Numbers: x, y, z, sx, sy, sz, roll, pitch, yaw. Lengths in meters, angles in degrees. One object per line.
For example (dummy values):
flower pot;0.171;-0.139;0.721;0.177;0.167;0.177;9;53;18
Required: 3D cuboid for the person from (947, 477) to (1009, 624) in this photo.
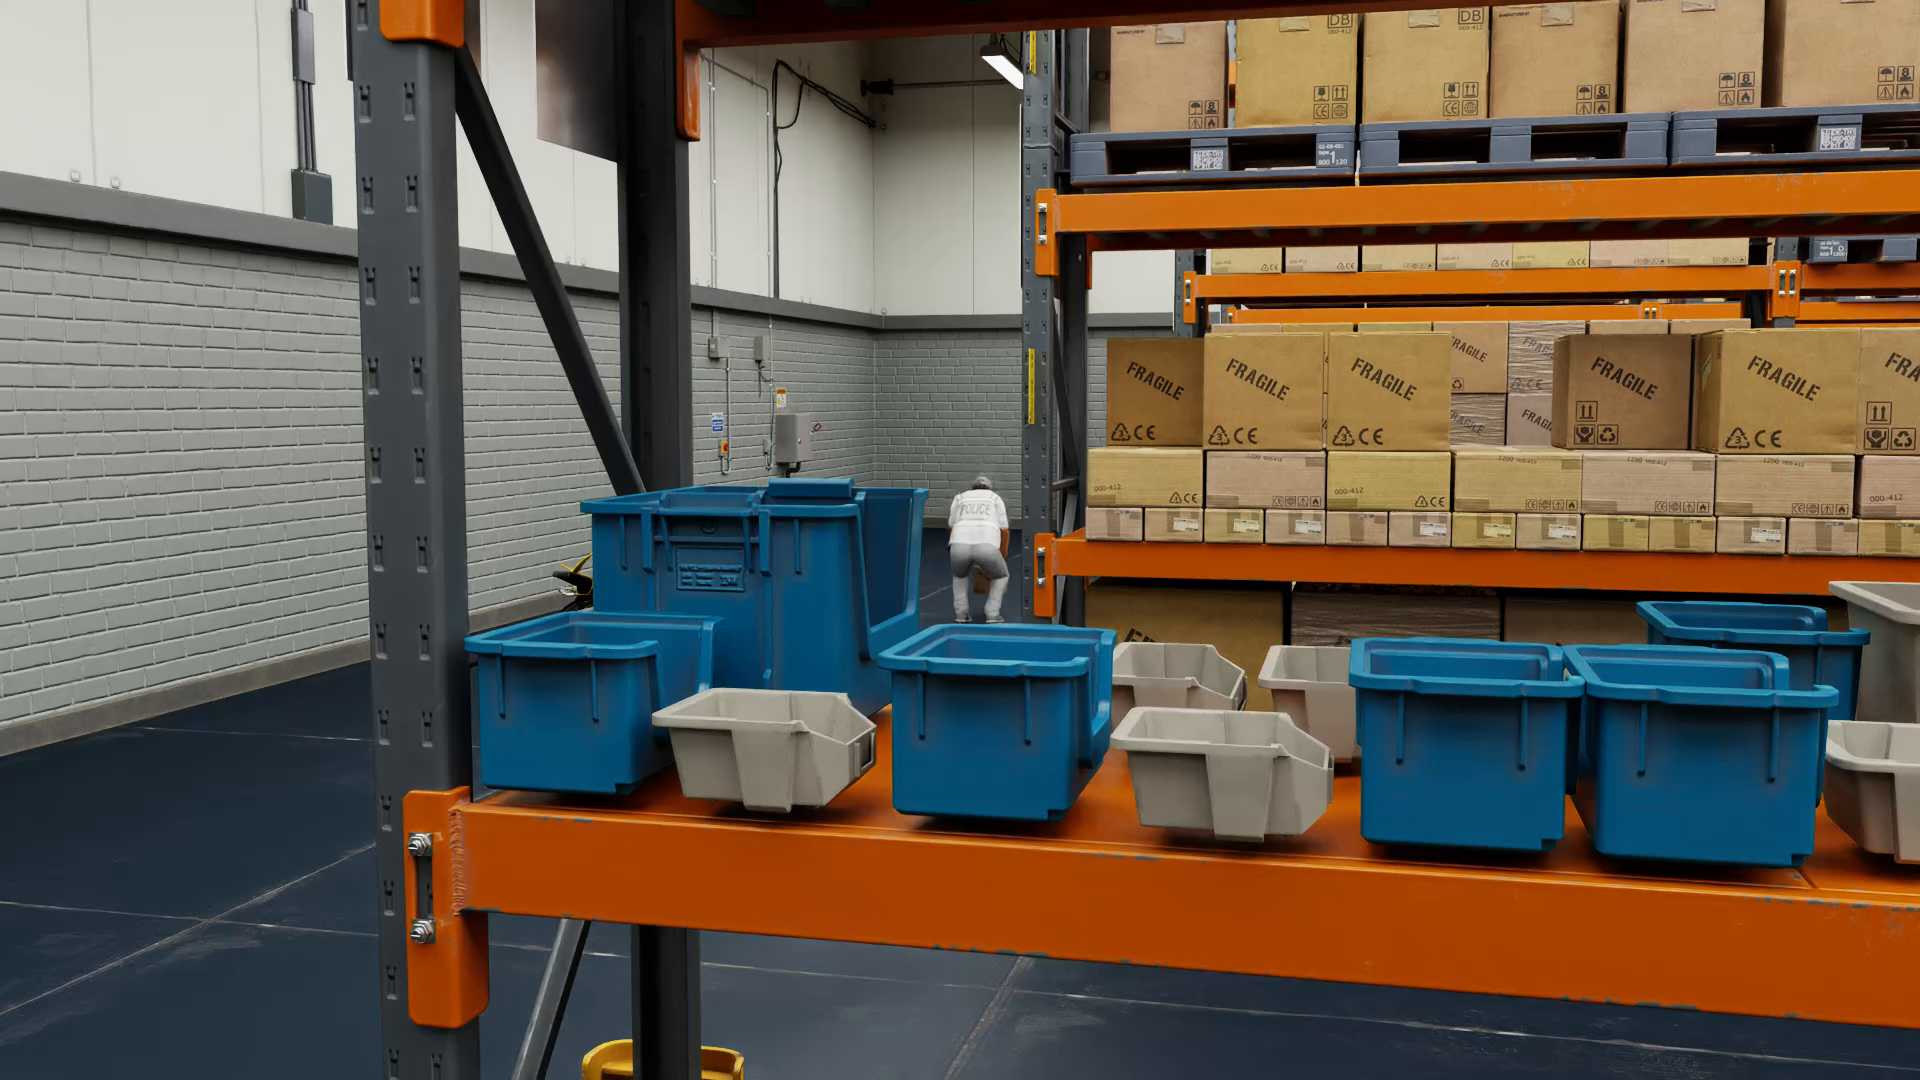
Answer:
person;0.138;0.089;14.254;0.541;1.239;0.794;1;5;14
